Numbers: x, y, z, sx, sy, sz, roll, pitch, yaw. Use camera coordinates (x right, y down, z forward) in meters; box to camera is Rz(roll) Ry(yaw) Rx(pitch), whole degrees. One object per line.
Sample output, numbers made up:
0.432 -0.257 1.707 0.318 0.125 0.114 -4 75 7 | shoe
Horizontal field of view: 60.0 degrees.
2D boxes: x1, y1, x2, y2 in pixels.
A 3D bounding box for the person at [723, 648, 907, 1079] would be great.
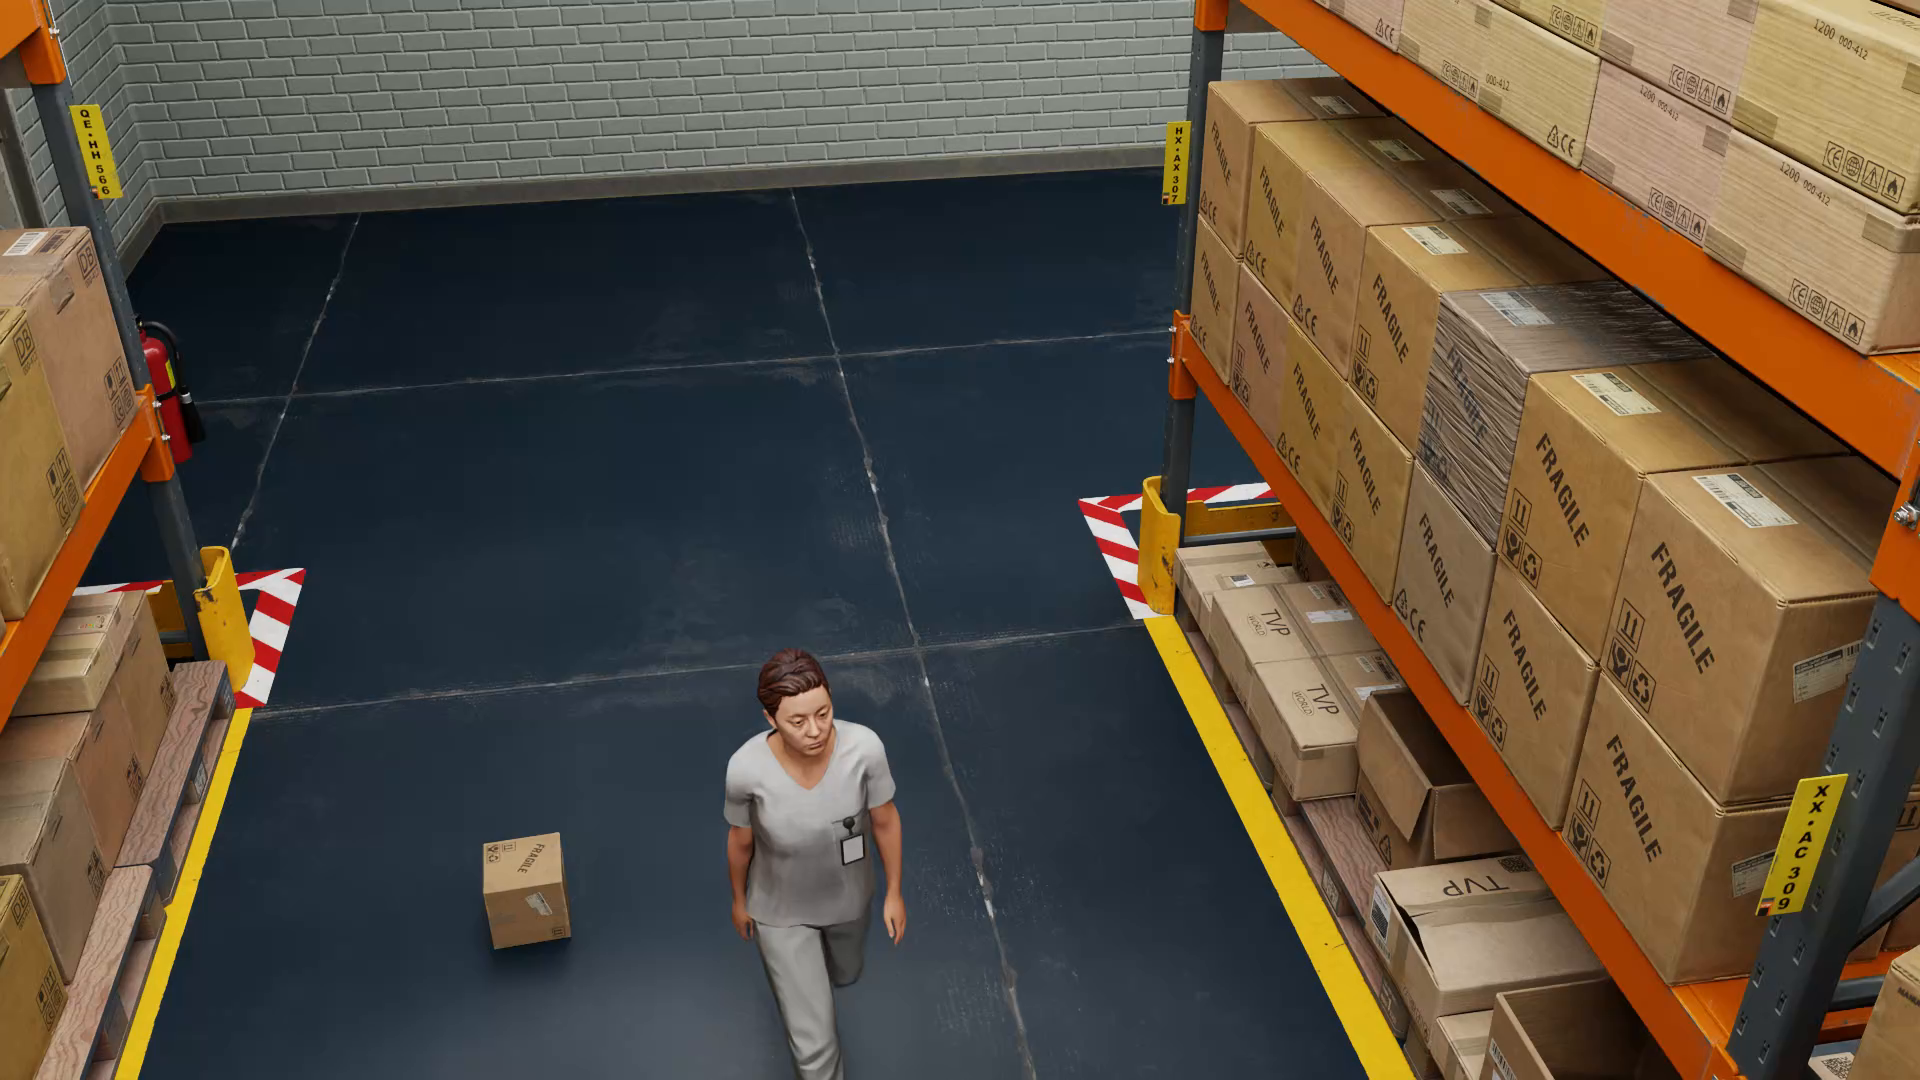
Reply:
-0.401 0.946 4.554 0.455 1.628 0.983 -11 33 -18 | person
